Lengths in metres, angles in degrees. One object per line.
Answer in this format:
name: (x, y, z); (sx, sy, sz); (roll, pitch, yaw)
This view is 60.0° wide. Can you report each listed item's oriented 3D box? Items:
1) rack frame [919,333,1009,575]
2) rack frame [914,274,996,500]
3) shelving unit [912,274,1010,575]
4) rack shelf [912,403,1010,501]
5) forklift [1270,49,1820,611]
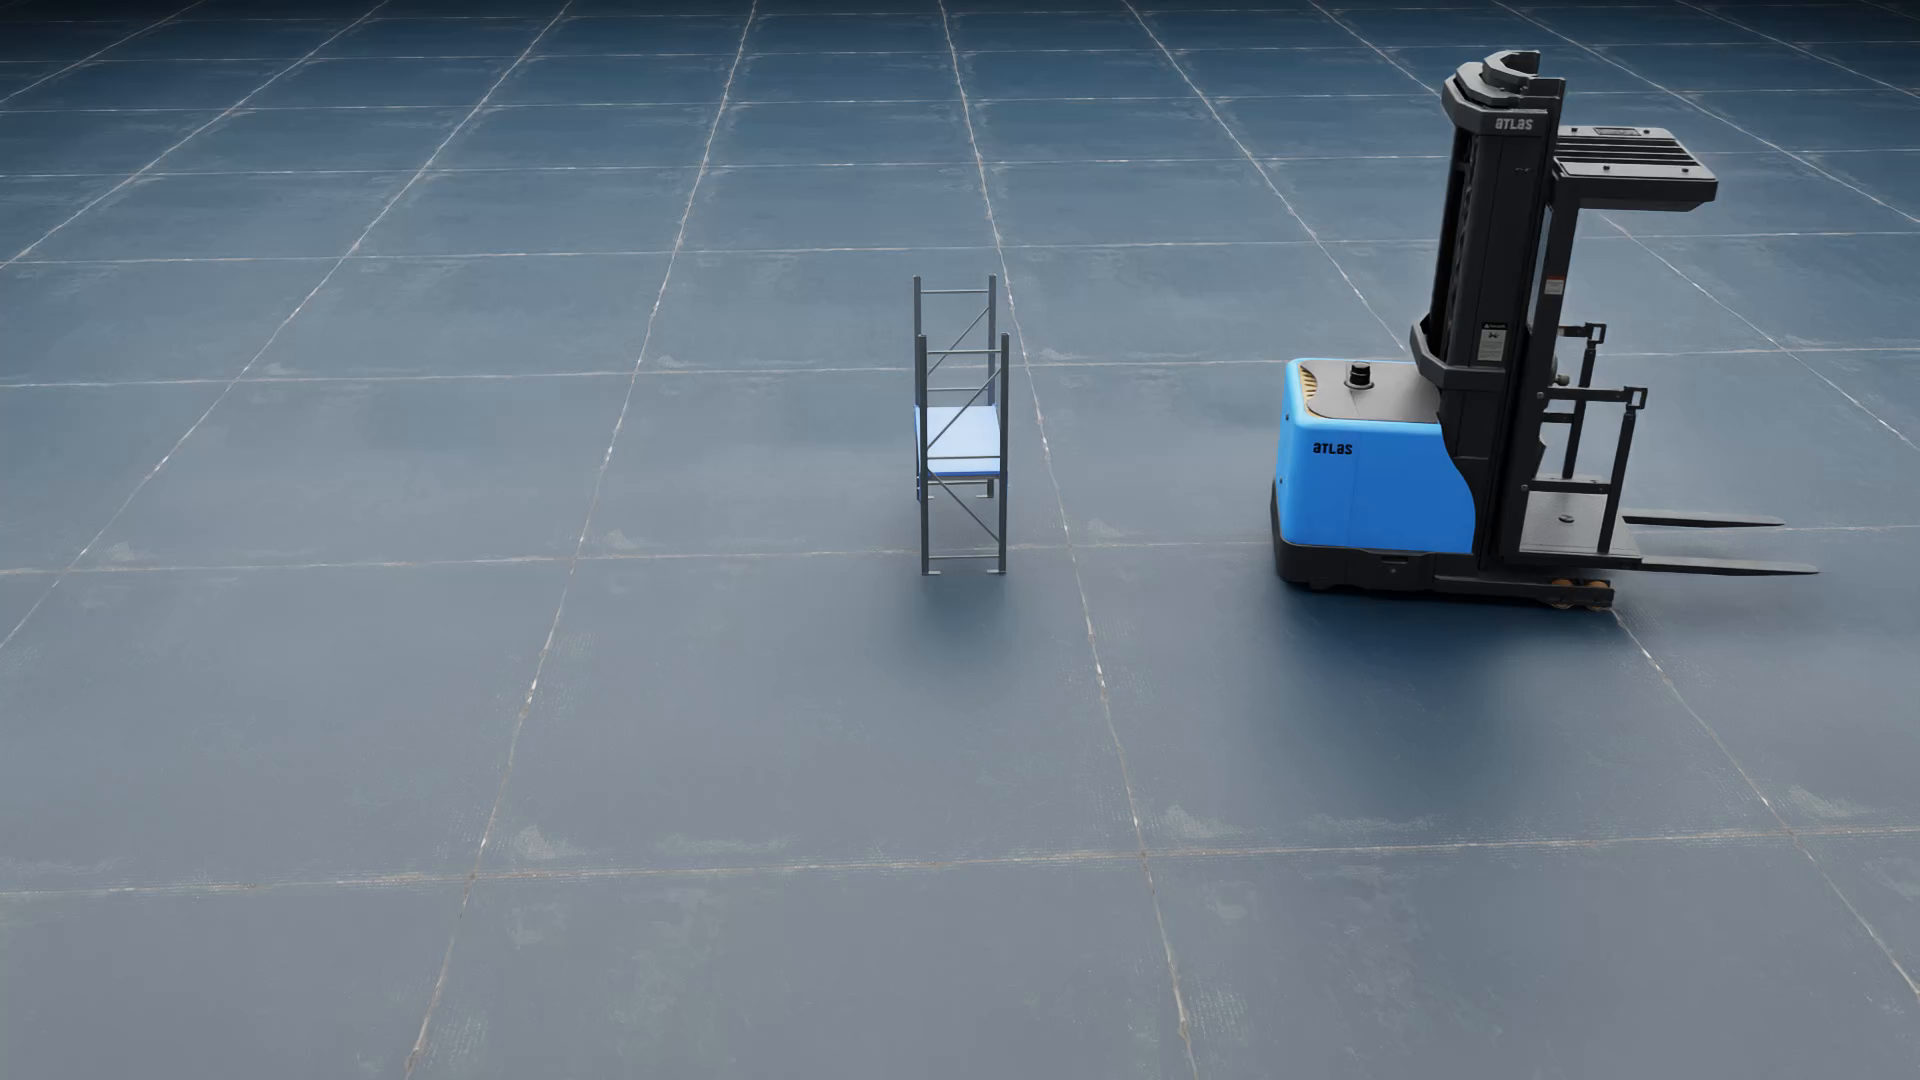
rack frame: (0.022, -0.470, 9.529); (0.500, 1.500, 0.032); (-1, 28, -3)
rack frame: (-0.031, -0.939, 10.429); (0.500, 1.500, 0.032); (-1, 28, -3)
shelving unit: (-0.004, -0.704, 9.979); (0.538, 1.500, 1.048); (-1, 28, -3)
rack shelf: (-0.004, -0.545, 10.062); (0.538, 0.185, 1.000); (-1, 28, -3)
forklift: (3.408, -1.156, 9.297); (3.031, 2.935, 1.130); (3, 28, 6)
